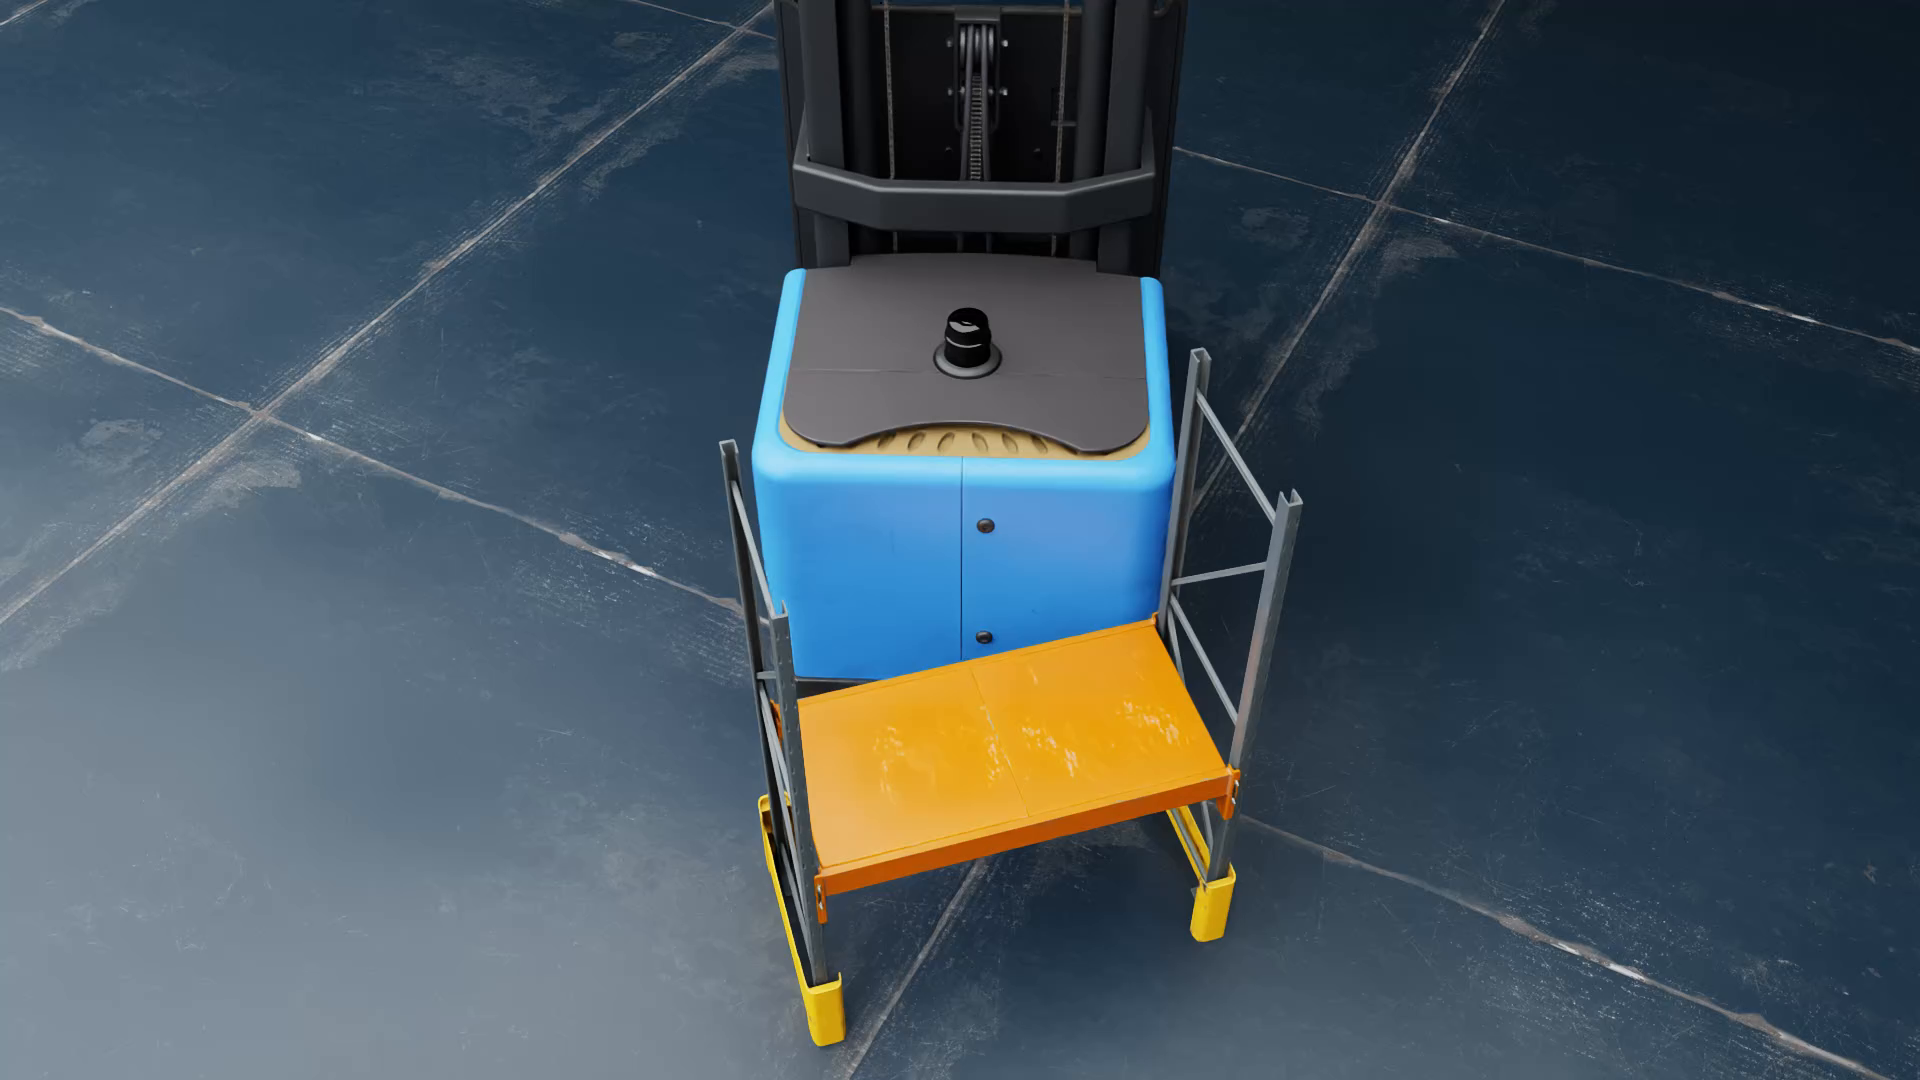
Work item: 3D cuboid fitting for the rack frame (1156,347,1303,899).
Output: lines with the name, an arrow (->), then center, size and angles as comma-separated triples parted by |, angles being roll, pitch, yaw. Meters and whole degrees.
rack frame -> 0.577, 0.289, 3.909 | 0.032, 1.500, 0.500 | -12, 47, -12

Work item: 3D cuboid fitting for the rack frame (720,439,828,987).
rack frame -> -0.397, 0.497, 3.704 | 0.032, 1.500, 0.500 | -12, 47, -12

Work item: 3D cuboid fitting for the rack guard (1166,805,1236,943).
rack guard -> 0.559, 0.733, 4.350 | 0.087, 0.250, 0.587 | -12, 47, -12

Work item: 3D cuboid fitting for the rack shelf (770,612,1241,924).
rack shelf -> 0.090, 0.520, 3.935 | 1.000, 0.185, 0.538 | -12, 47, -12

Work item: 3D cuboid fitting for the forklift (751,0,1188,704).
forklift -> 0.064, -1.500, 4.671 | 1.130, 2.935, 3.031 | 2, 45, 2

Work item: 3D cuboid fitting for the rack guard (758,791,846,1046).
rack guard -> -0.395, 0.936, 4.149 | 0.087, 0.250, 0.587 | -12, 47, -12

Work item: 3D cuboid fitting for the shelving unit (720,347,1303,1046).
shelving unit -> 0.082, 0.395, 3.805 | 1.083, 1.500, 0.587 | -12, 47, -12
